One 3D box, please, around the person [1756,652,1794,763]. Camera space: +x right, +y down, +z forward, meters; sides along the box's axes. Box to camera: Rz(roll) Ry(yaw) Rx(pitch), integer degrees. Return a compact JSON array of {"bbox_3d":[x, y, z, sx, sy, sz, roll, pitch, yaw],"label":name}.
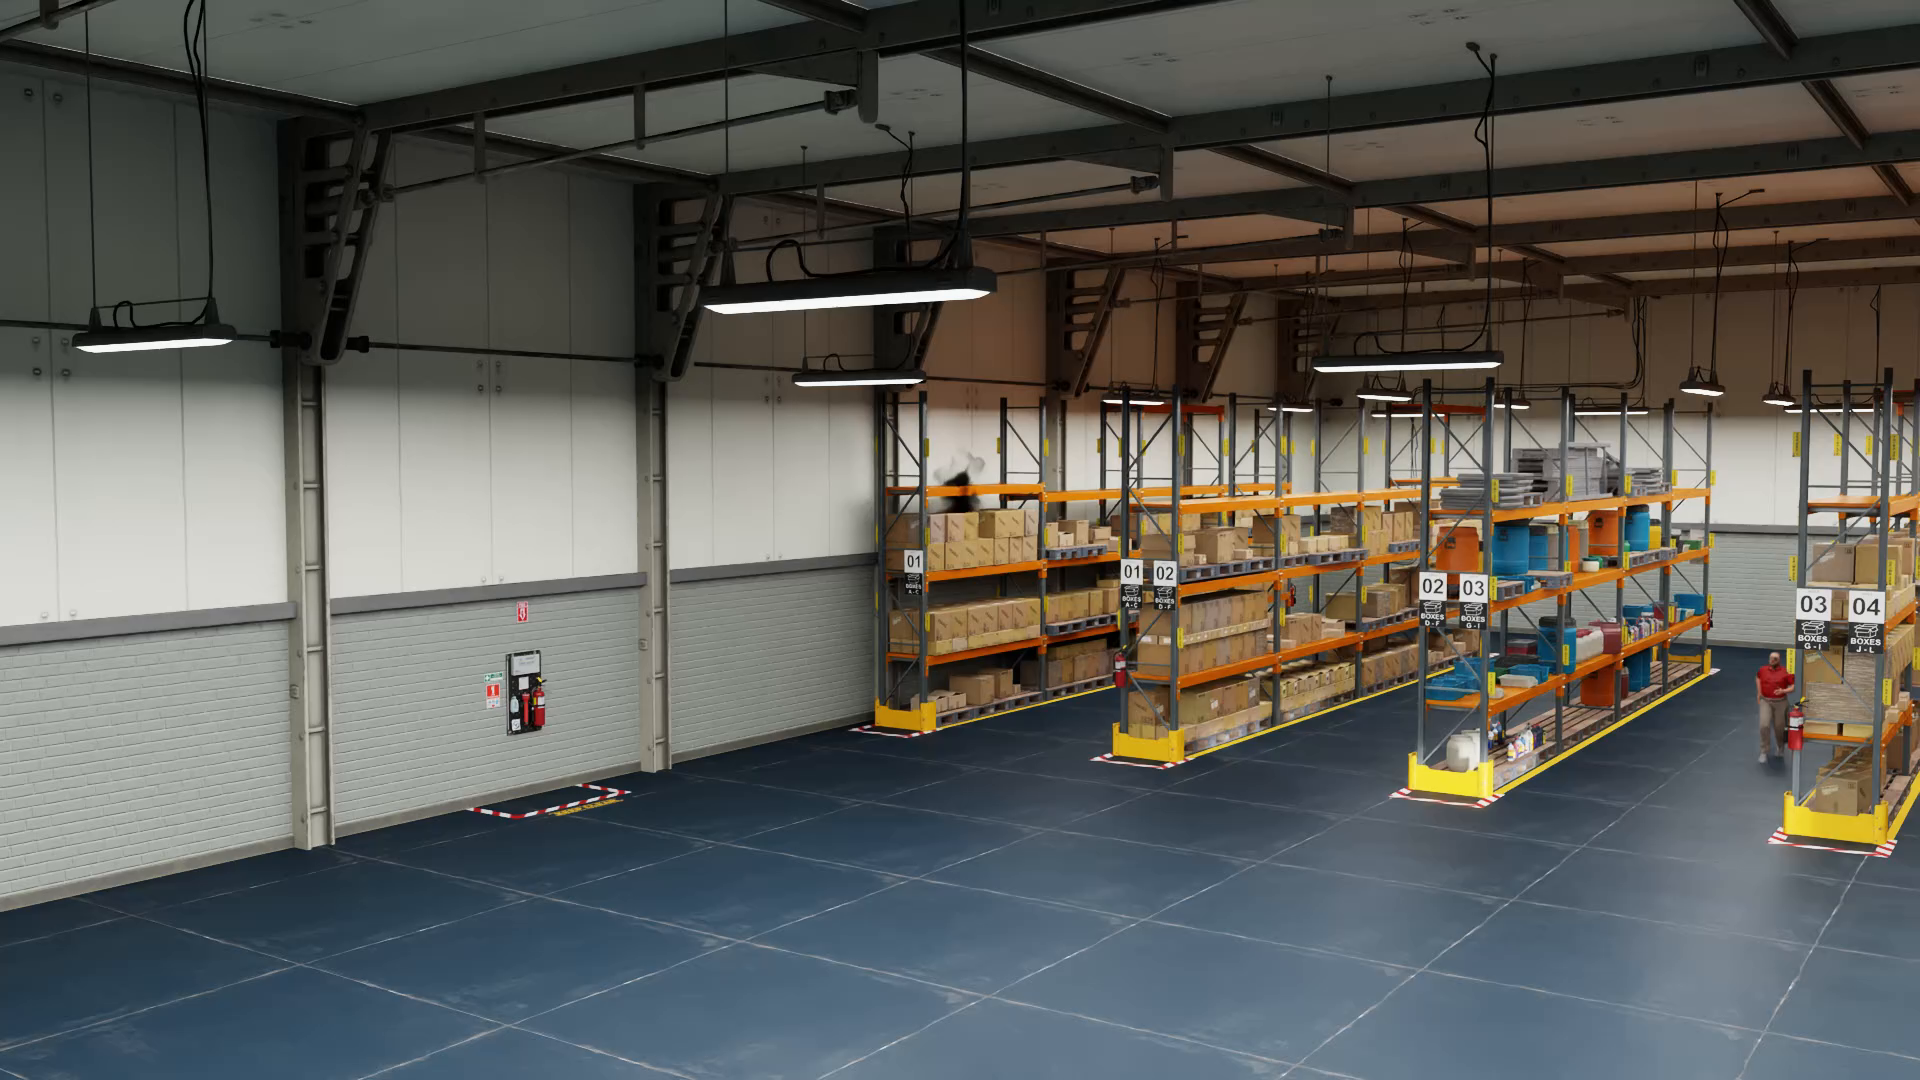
[{"bbox_3d":[13.063,2.668,26.633,0.650,1.771,0.851,2,4,35],"label":"person"}]
